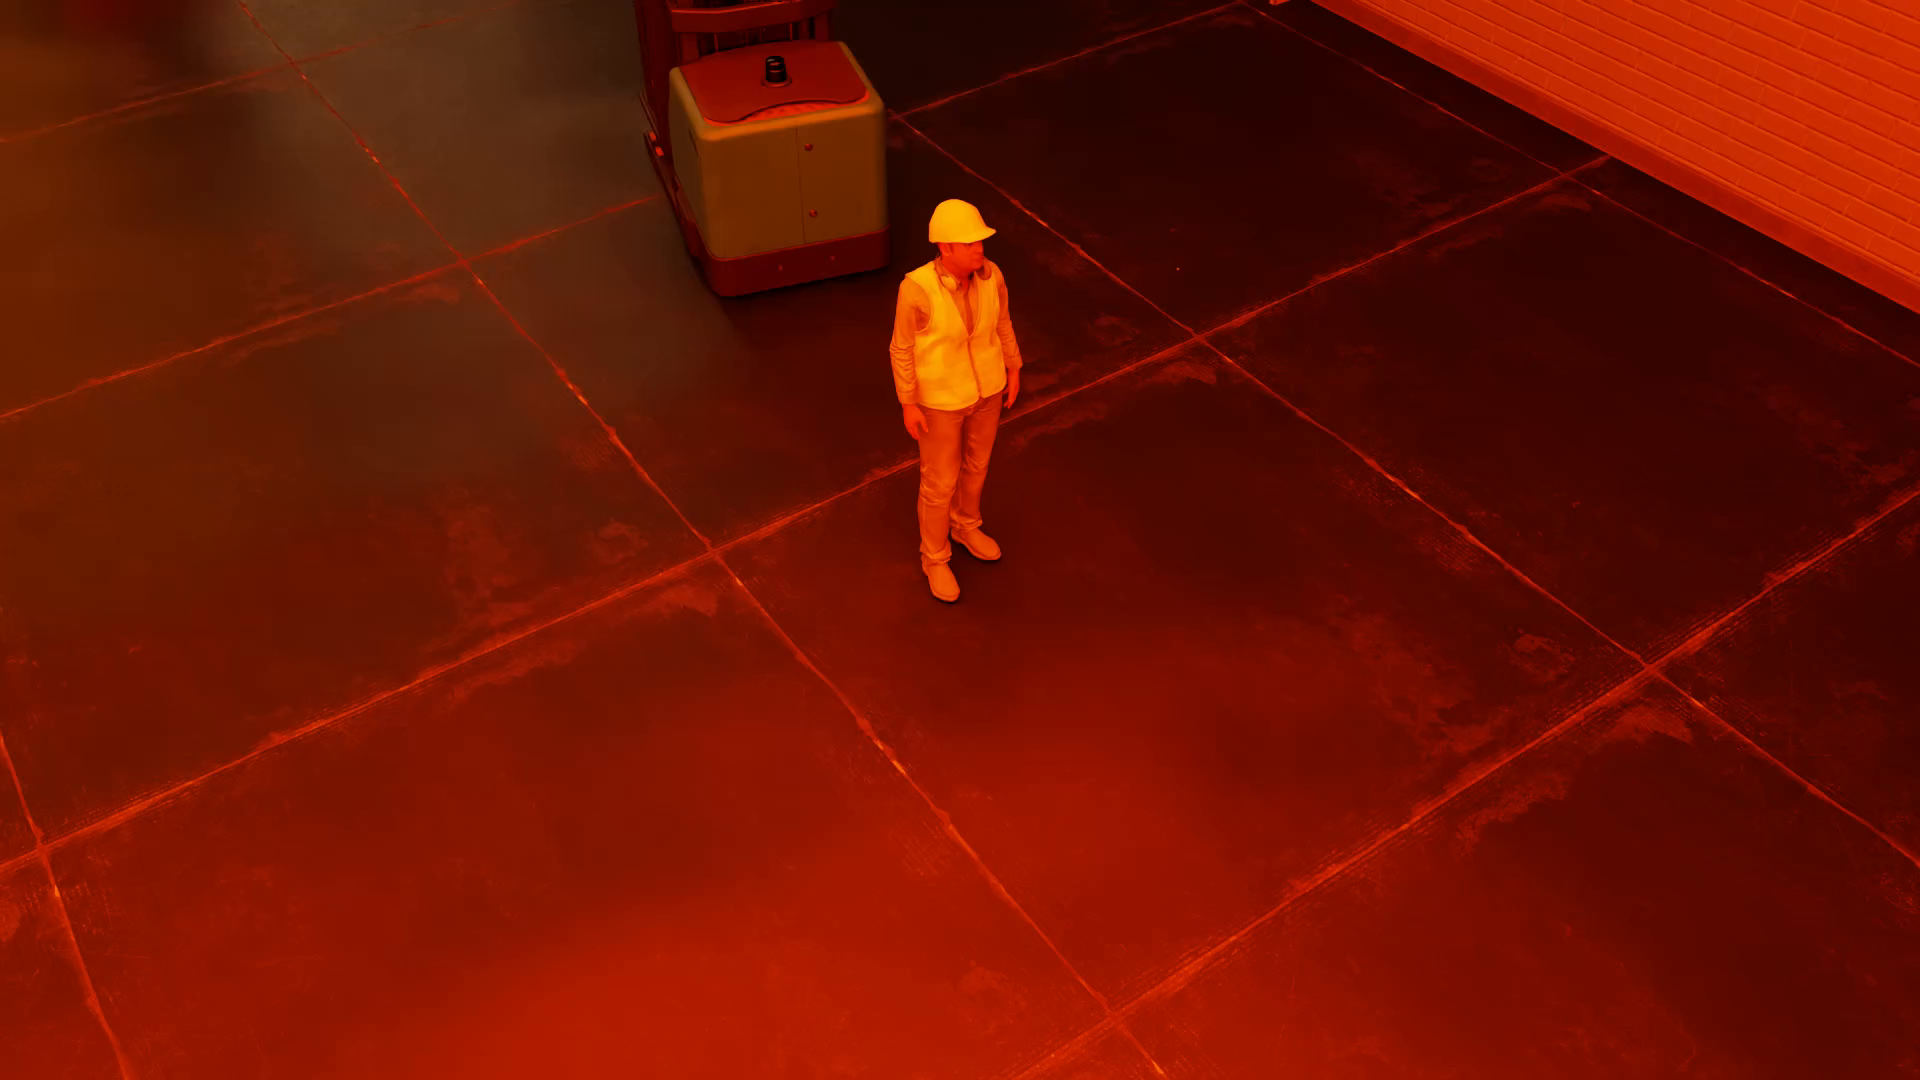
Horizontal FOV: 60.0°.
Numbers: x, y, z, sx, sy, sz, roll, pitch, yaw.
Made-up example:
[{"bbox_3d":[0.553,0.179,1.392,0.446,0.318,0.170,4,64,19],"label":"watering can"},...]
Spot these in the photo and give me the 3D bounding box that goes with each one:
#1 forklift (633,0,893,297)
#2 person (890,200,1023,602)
[{"bbox_3d":[-1.350,-3.443,9.451,1.130,2.935,3.031,-13,44,-14],"label":"forklift"},{"bbox_3d":[0.030,-0.620,7.231,0.634,1.775,0.566,-25,48,-25],"label":"person"}]
